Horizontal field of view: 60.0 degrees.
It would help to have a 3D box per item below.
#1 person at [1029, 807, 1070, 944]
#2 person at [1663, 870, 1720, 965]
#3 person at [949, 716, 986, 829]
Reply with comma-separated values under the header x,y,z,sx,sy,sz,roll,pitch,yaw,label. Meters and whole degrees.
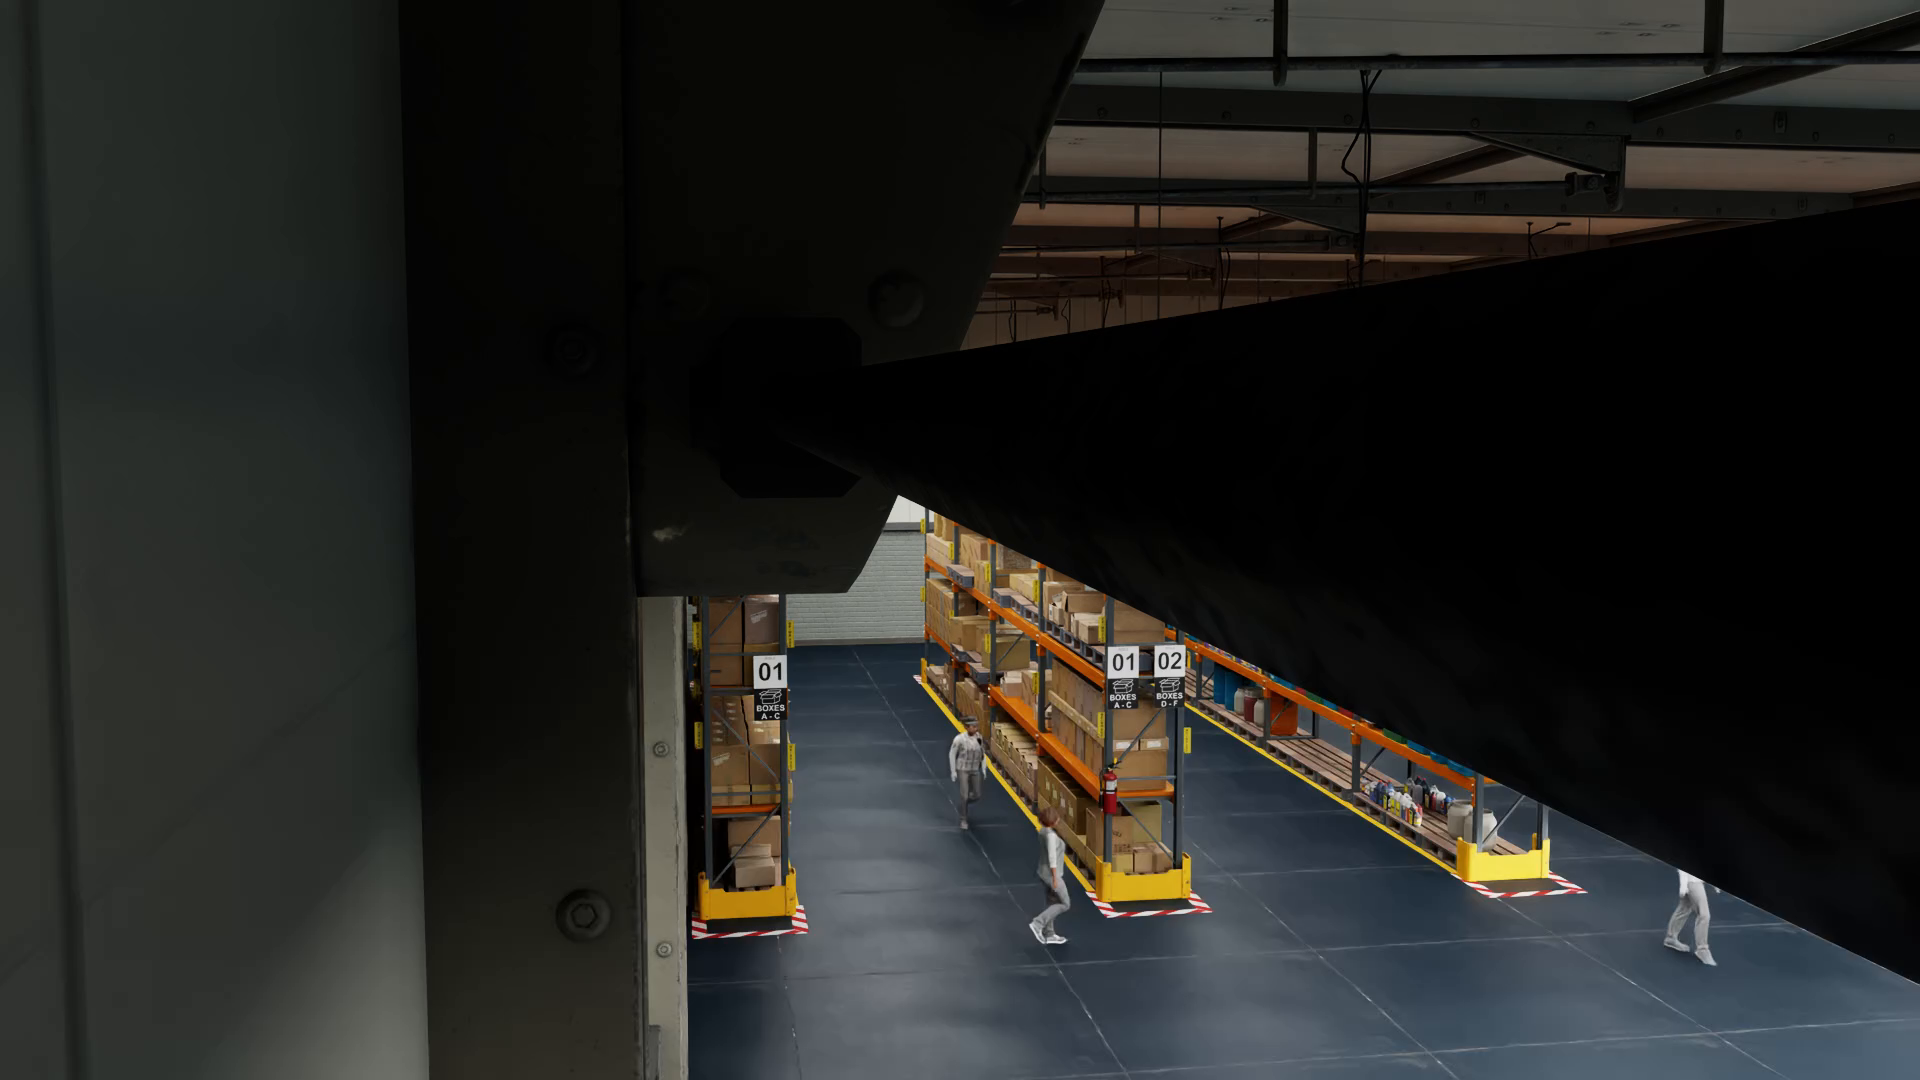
x,y,z,sx,sy,sz,roll,pitch,yaw,label
0.996,3.845,19.012,0.471,1.596,0.428,-1,5,-14,person
8.267,3.884,18.713,0.621,1.728,0.513,3,6,32,person
0.076,3.372,24.403,0.552,1.655,0.566,-3,6,-29,person
